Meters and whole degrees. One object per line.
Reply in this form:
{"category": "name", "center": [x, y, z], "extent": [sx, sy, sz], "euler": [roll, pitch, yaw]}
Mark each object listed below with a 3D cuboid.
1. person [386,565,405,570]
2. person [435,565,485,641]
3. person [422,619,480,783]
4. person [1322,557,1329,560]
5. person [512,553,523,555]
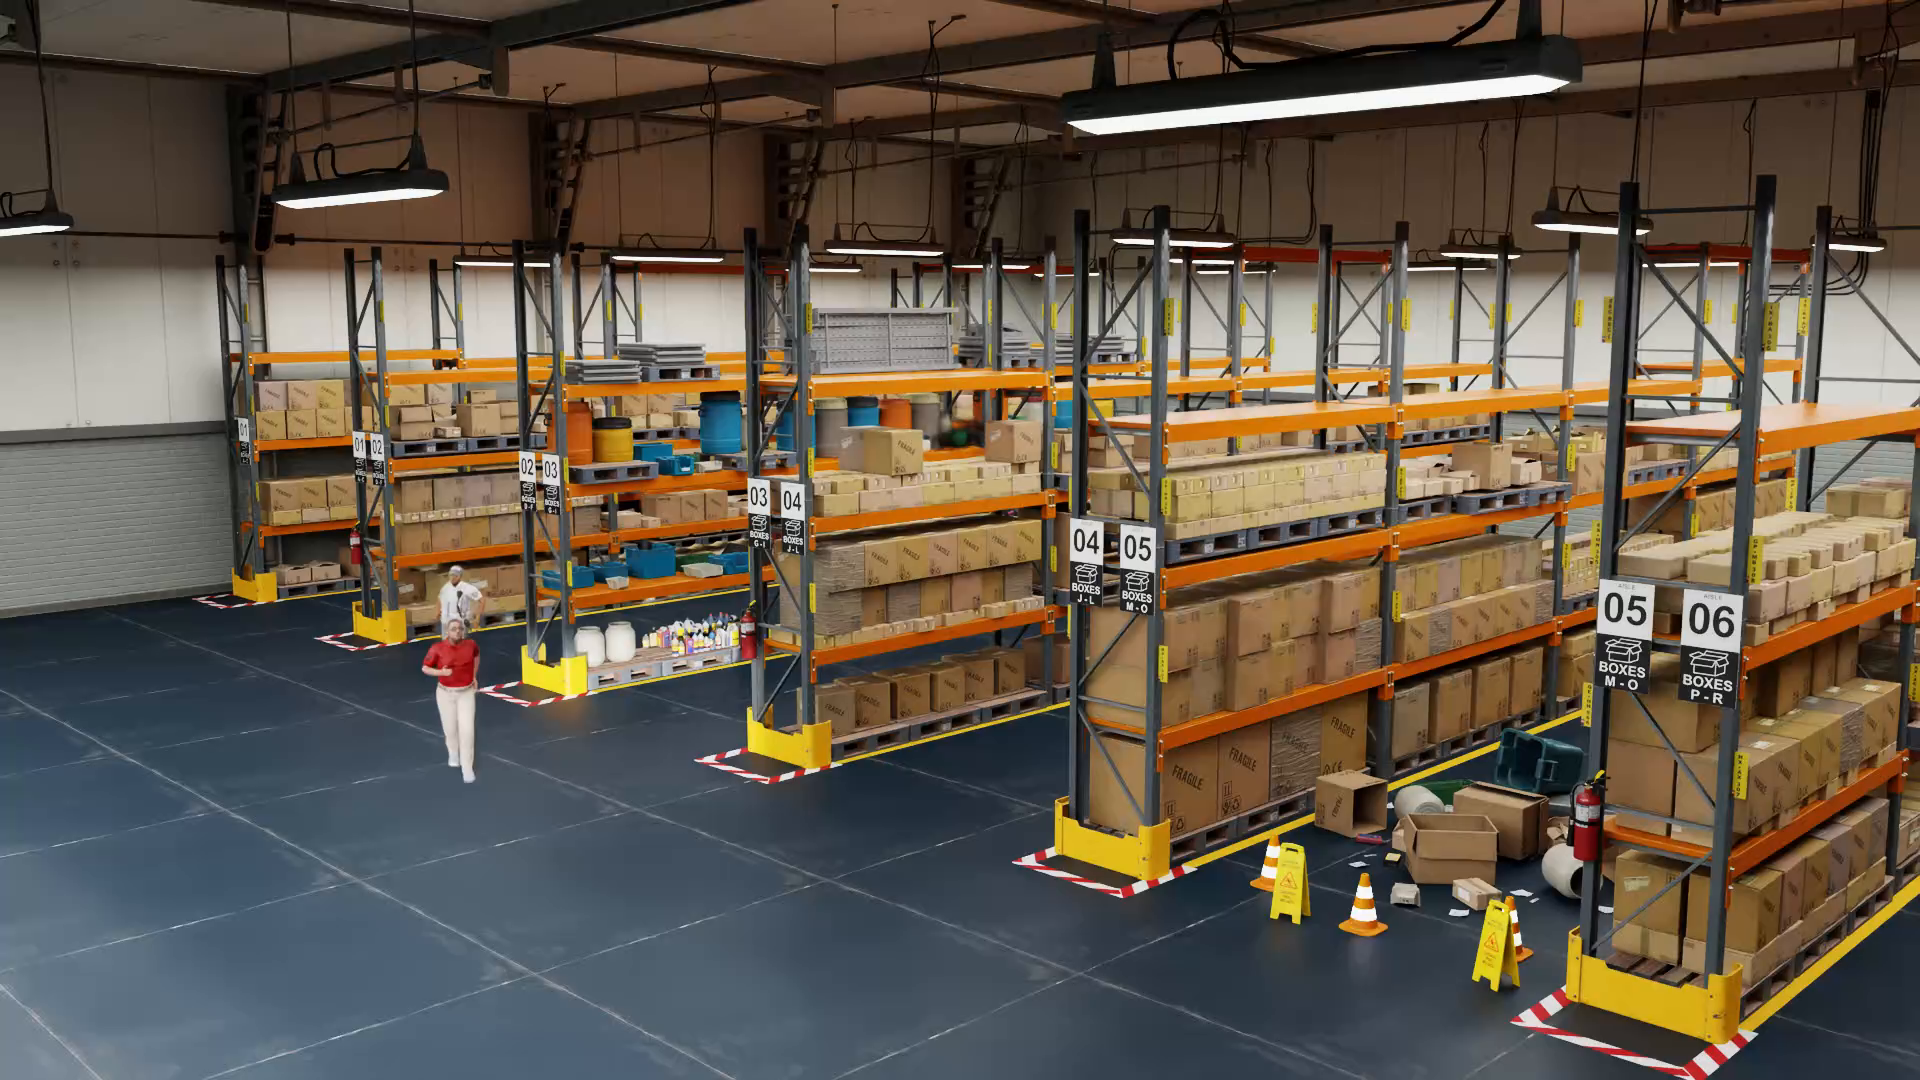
{"category": "person", "center": [-9.442, 0.344, 27.999], "extent": [0.664, 1.743, 0.633], "euler": [6, 10, 38]}
{"category": "person", "center": [-6.851, 1.165, 22.674], "extent": [0.685, 1.672, 0.623], "euler": [4, 9, 24]}
{"category": "person", "center": [-5.572, 1.741, 18.297], "extent": [0.634, 1.786, 0.859], "euler": [-3, 9, -22]}
{"category": "person", "center": [5.189, 0.963, 23.753], "extent": [0.634, 1.787, 1.104], "euler": [7, 11, 40]}
{"category": "person", "center": [-7.900, 0.060, 29.791], "extent": [0.691, 1.765, 0.918], "euler": [7, 11, 40]}
